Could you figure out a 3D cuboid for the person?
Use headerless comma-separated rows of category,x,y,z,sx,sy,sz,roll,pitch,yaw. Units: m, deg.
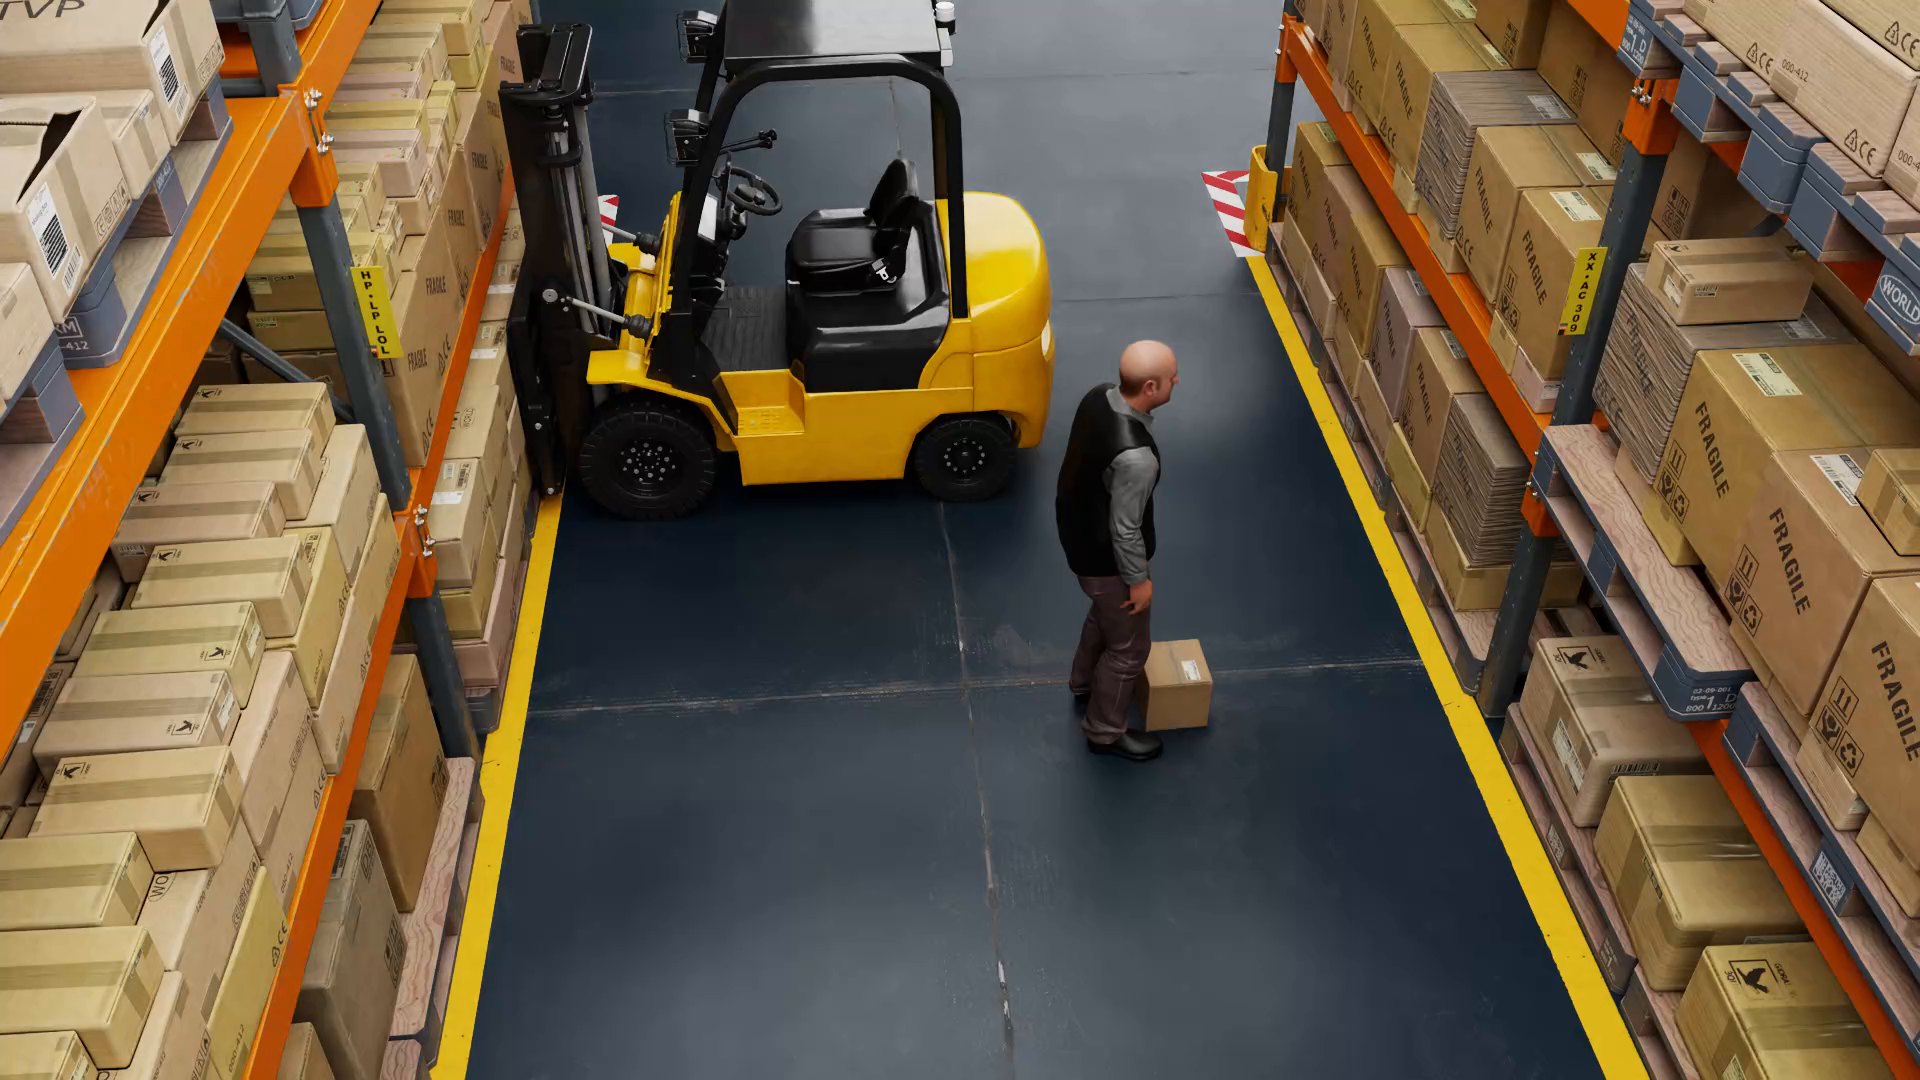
person,0.562,0.026,6.142,0.422,1.719,0.581,-5,39,-6
